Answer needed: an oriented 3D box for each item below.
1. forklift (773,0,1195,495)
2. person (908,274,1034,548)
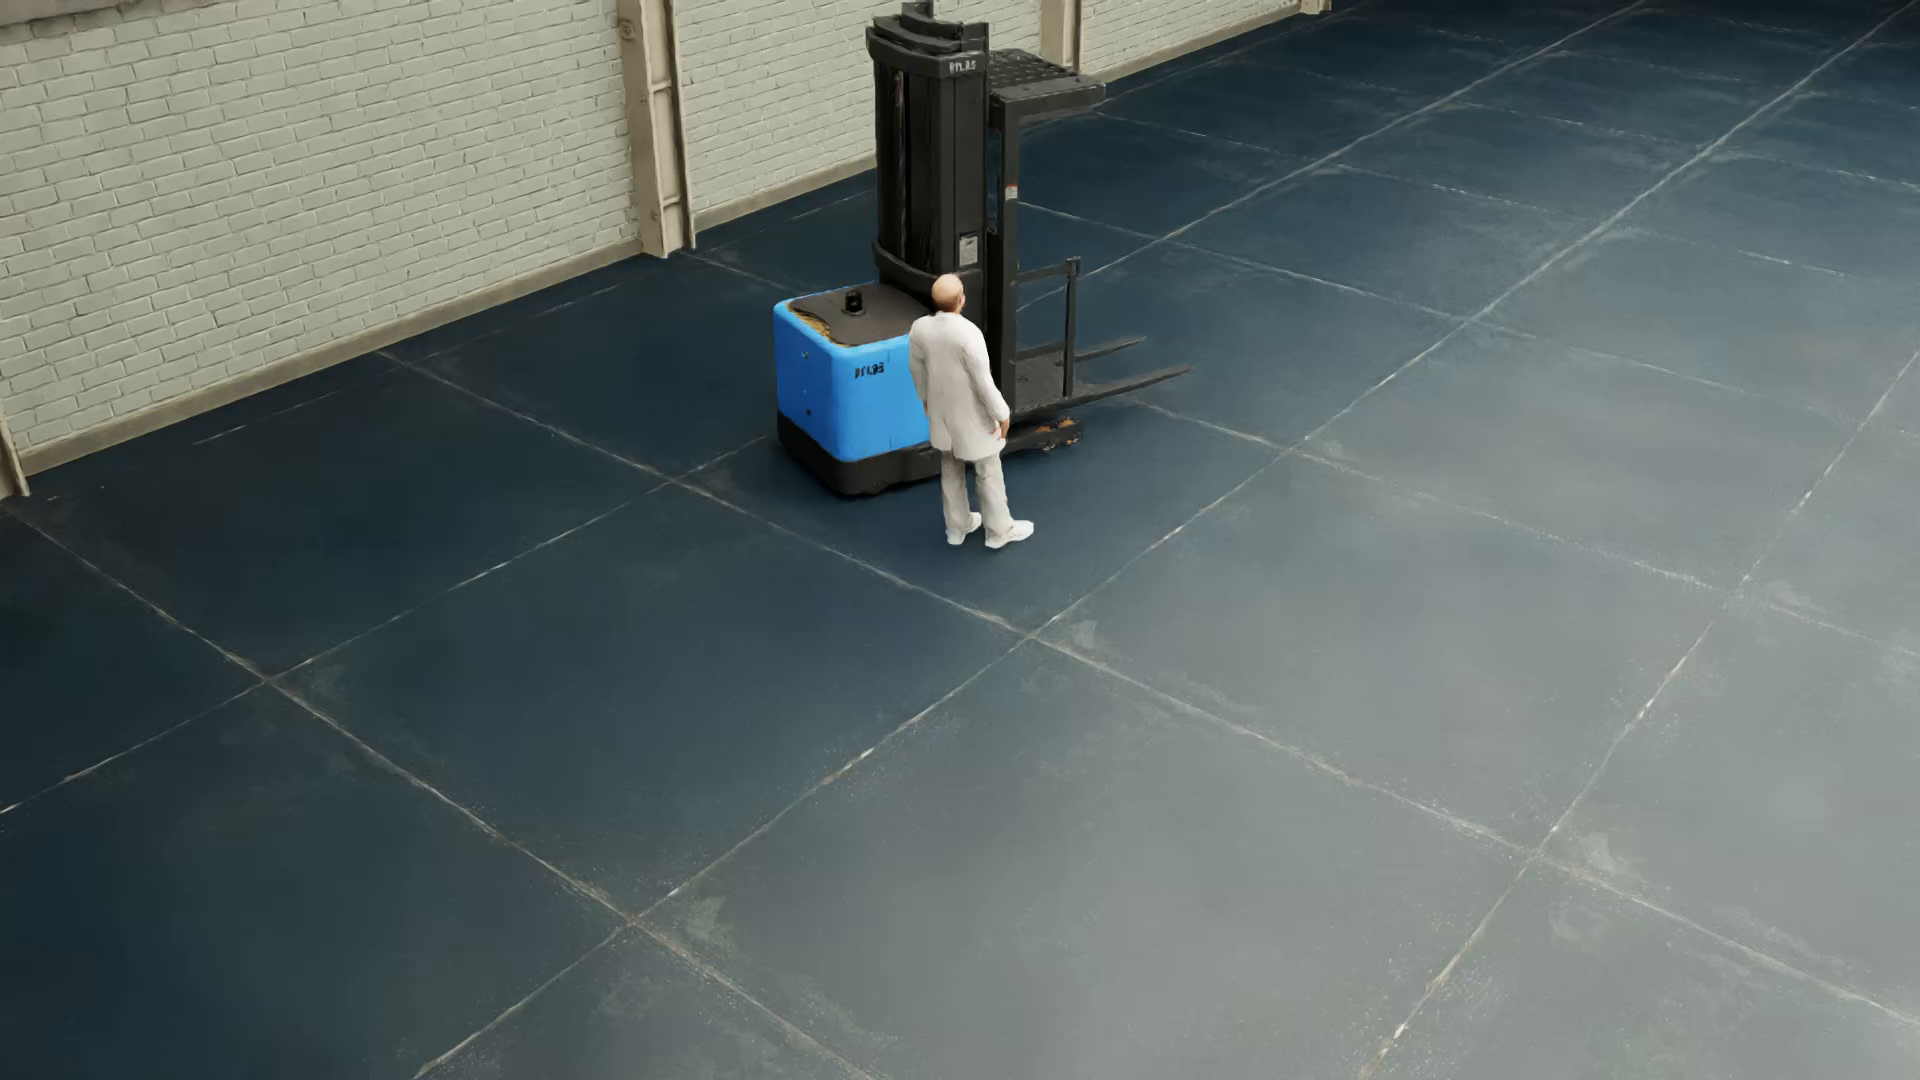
[{"bbox_3d":[0.264,-2.101,11.191,3.031,2.935,1.130,-17,34,-26],"label":"forklift"},{"bbox_3d":[0.061,-0.808,10.106,0.694,1.775,0.579,22,37,33],"label":"person"}]
